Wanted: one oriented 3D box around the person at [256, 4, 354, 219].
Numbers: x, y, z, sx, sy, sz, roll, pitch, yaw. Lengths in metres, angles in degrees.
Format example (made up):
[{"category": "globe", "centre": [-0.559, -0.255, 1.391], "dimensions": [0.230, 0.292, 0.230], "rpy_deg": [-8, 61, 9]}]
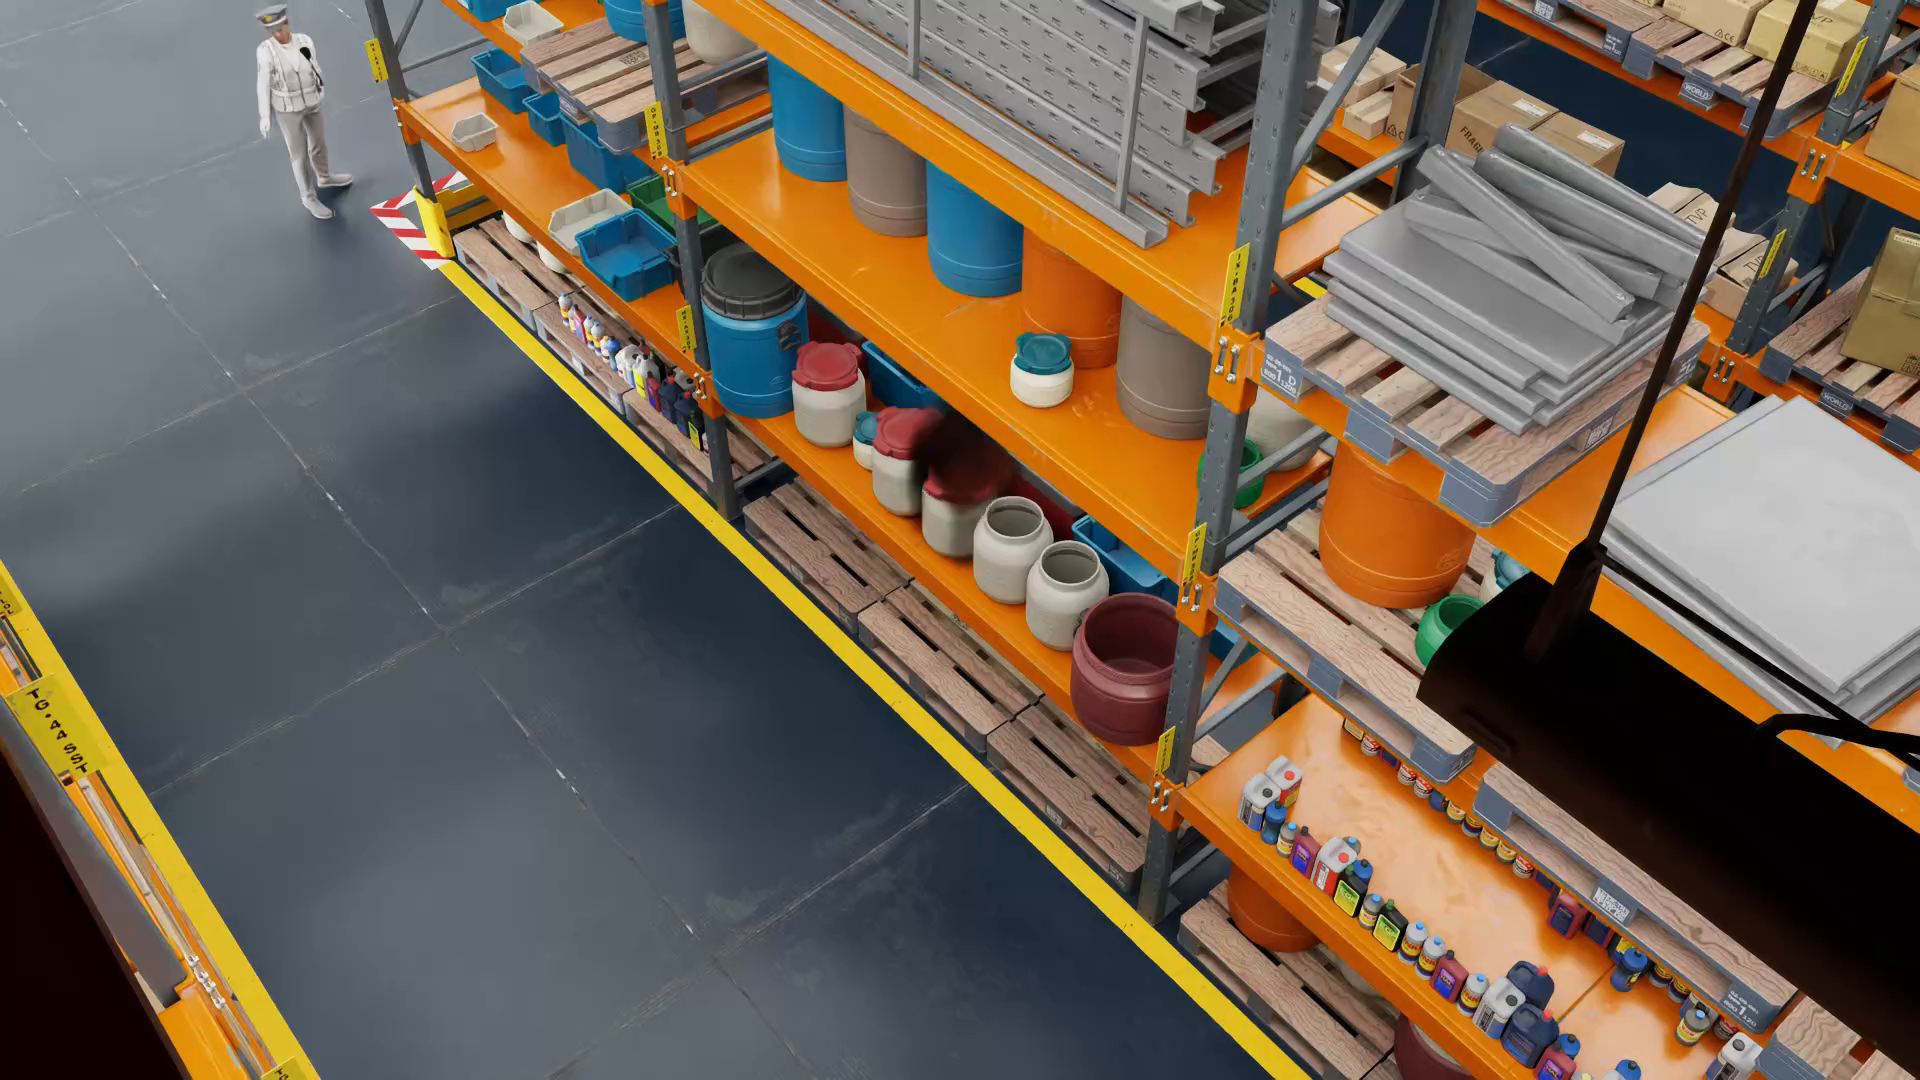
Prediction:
[{"category": "person", "centre": [-5.186, -3.352, 13.003], "dimensions": [0.434, 1.695, 0.638], "rpy_deg": [32, 54, 26]}]
